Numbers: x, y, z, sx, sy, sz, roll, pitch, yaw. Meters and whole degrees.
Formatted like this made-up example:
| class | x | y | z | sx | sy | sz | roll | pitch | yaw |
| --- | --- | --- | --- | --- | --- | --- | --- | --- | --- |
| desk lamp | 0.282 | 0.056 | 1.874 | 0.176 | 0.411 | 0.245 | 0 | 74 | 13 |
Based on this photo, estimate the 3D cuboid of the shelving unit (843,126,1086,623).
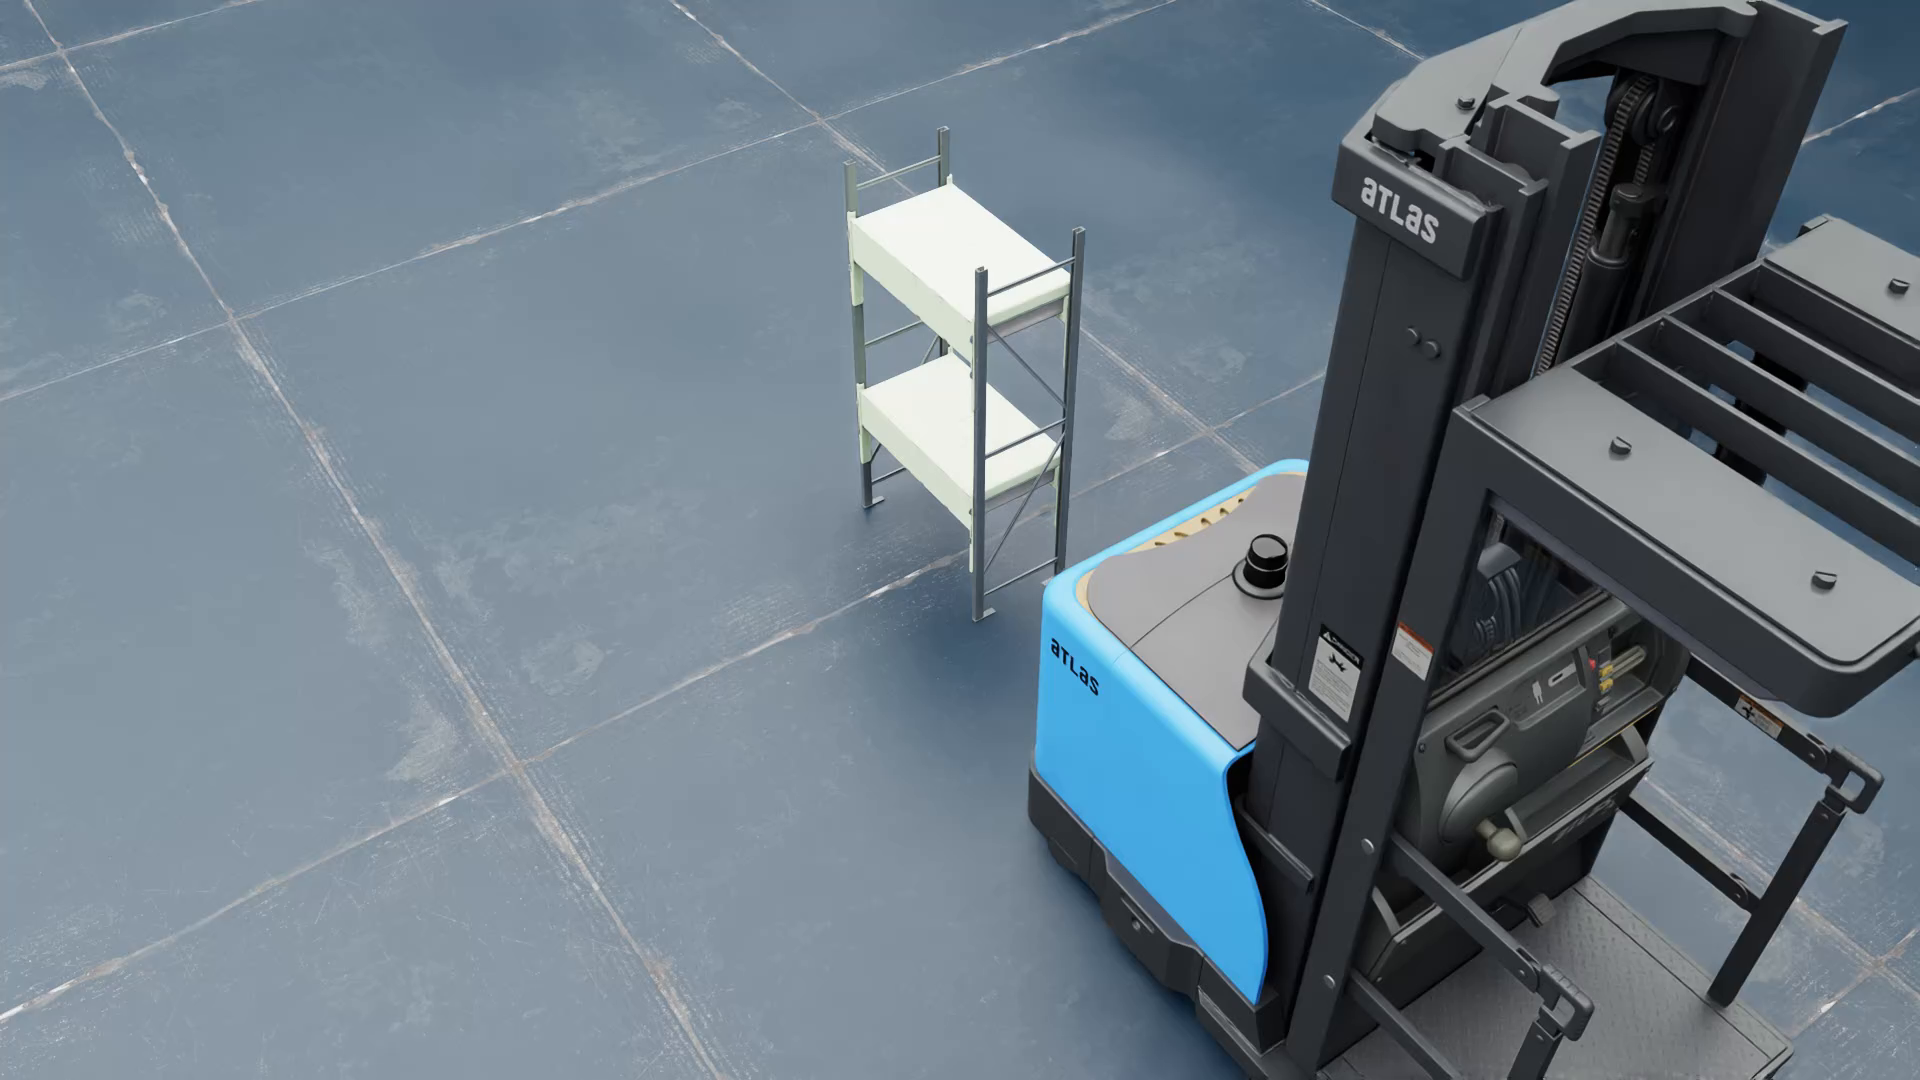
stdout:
| class | x | y | z | sx | sy | sz | roll | pitch | yaw |
| --- | --- | --- | --- | --- | --- | --- | --- | --- | --- |
| shelving unit | 0.004 | -0.539 | 5.728 | 0.431 | 1.500 | 0.755 | -26 | 49 | -24 |

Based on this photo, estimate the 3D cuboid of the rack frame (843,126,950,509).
| class | x | y | z | sx | sy | sz | roll | pitch | yaw |
| --- | --- | --- | --- | --- | --- | --- | --- | --- | --- |
| rack frame | -0.206 | -0.746 | 5.945 | 0.400 | 1.500 | 0.023 | -26 | 49 | -24 |

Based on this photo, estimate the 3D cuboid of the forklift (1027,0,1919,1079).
| class | x | y | z | sx | sy | sz | roll | pitch | yaw |
| --- | --- | --- | --- | --- | --- | --- | --- | --- | --- |
| forklift | 1.473 | 0.472 | 3.632 | 1.130 | 2.935 | 3.031 | -26 | 49 | -25 |

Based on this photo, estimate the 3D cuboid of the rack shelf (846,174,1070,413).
| class | x | y | z | sx | sy | sz | roll | pitch | yaw |
| --- | --- | --- | --- | --- | --- | --- | --- | --- | --- |
| rack shelf | 0.004 | -0.821 | 5.459 | 0.431 | 0.370 | 0.720 | -26 | 49 | -24 |

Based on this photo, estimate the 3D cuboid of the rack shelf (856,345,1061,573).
| class | x | y | z | sx | sy | sz | roll | pitch | yaw |
| --- | --- | --- | --- | --- | --- | --- | --- | --- | --- |
| rack shelf | 0.004 | -0.303 | 5.953 | 0.431 | 0.370 | 0.720 | -26 | 49 | -24 |

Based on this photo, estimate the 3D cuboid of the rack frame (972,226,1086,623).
| class | x | y | z | sx | sy | sz | roll | pitch | yaw |
| --- | --- | --- | --- | --- | --- | --- | --- | --- | --- |
| rack frame | 0.213 | -0.331 | 5.511 | 0.400 | 1.500 | 0.023 | -26 | 49 | -24 |
